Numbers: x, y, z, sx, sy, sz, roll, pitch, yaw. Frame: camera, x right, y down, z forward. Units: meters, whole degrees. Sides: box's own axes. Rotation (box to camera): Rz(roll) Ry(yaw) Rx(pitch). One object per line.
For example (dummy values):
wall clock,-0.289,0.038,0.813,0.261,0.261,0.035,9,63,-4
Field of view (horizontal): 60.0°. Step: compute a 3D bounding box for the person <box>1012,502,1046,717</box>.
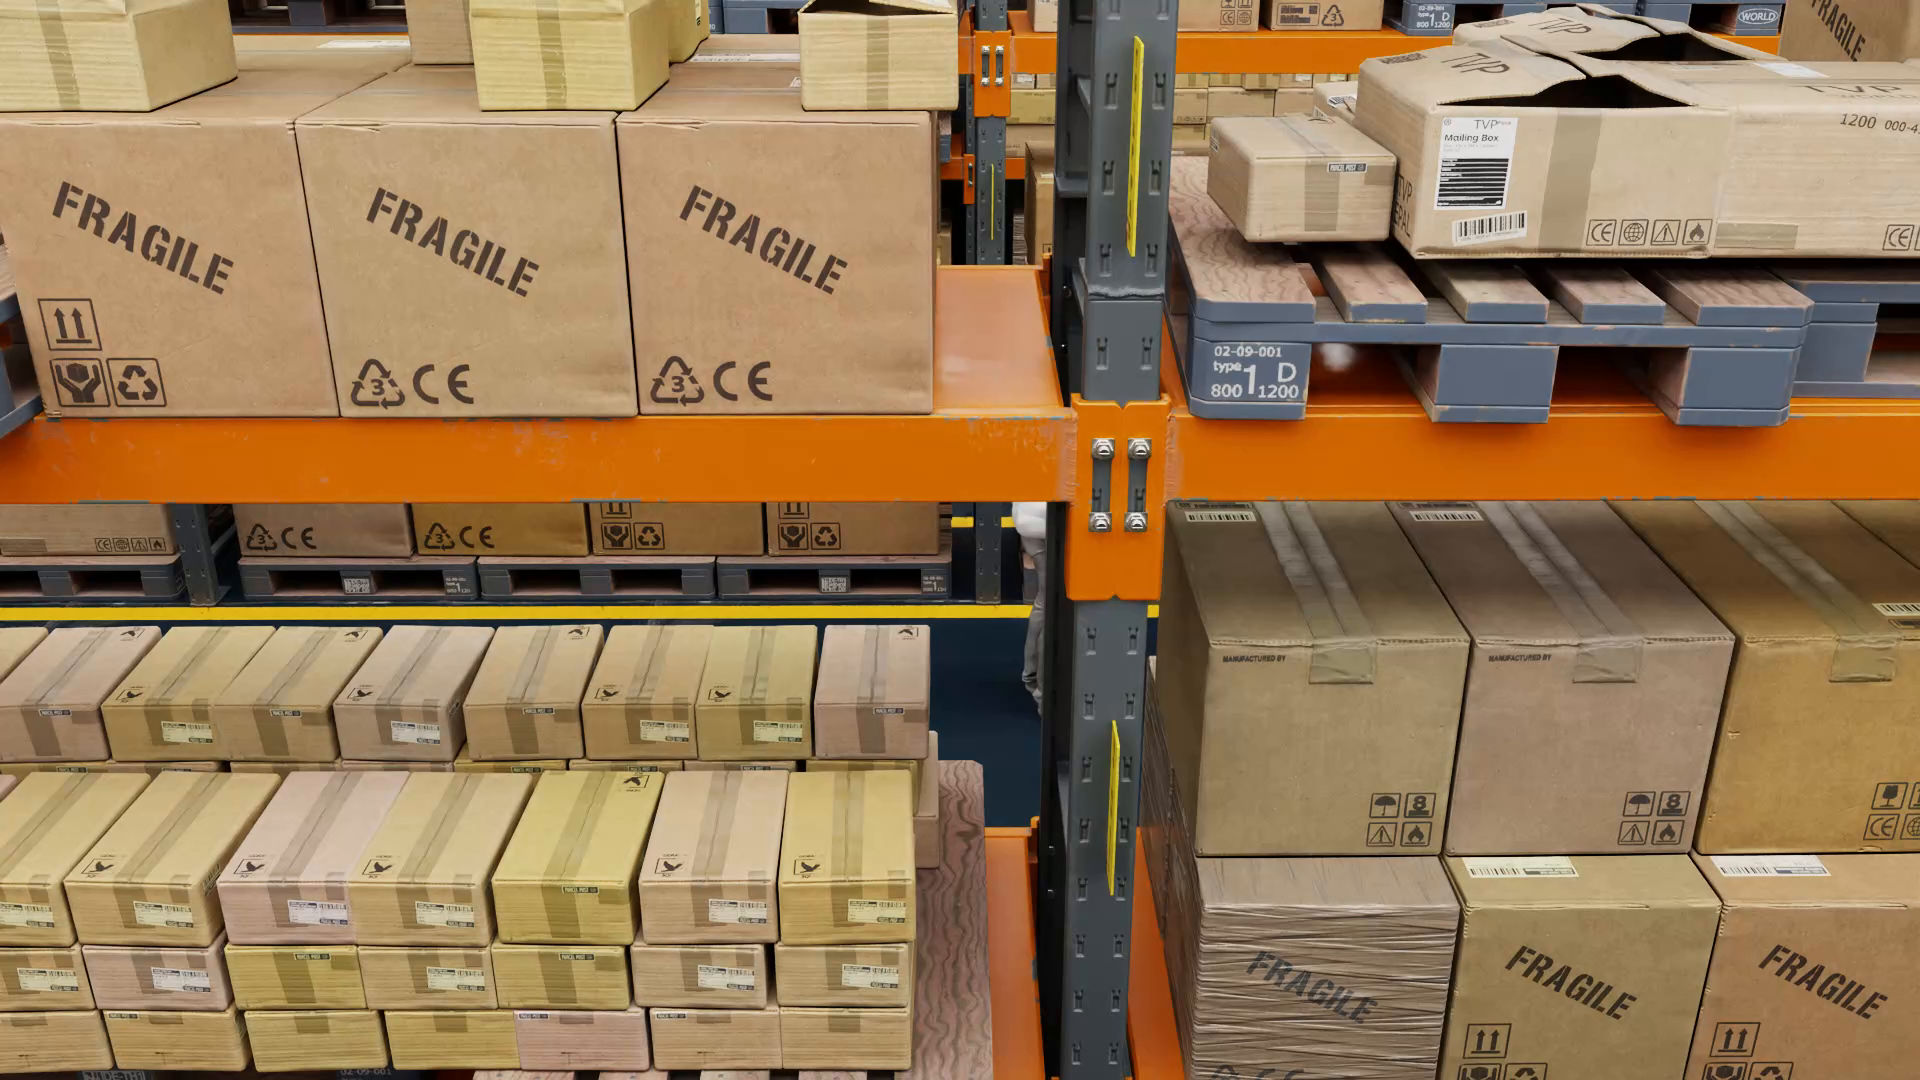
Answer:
person,0.503,-0.074,7.243,0.578,1.761,0.504,-1,24,-2
